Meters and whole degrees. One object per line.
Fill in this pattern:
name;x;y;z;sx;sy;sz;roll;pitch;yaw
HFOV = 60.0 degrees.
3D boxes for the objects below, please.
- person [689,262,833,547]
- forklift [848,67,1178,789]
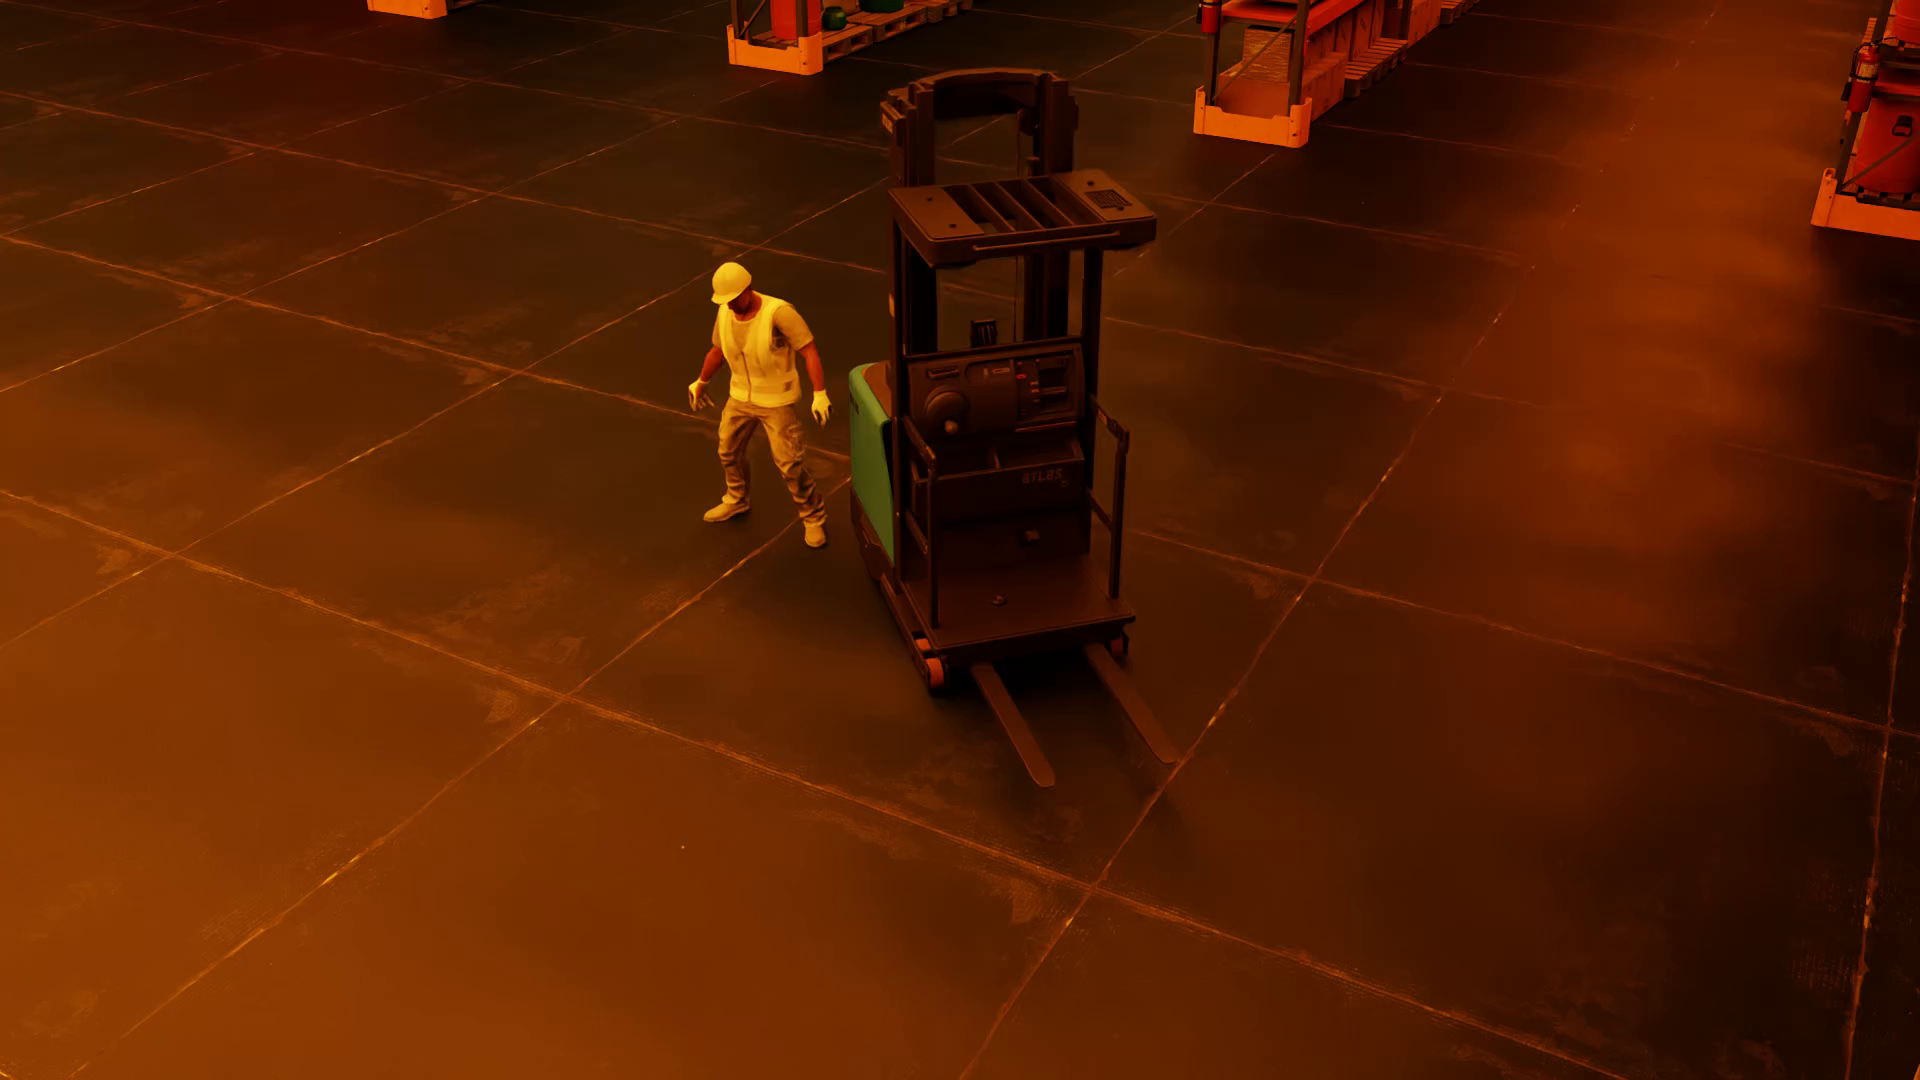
person;-1.189;-0.807;9.693;0.975;1.733;0.443;15;33;24
forklift;0.257;-0.716;8.311;1.130;2.935;3.031;-9;31;-15
